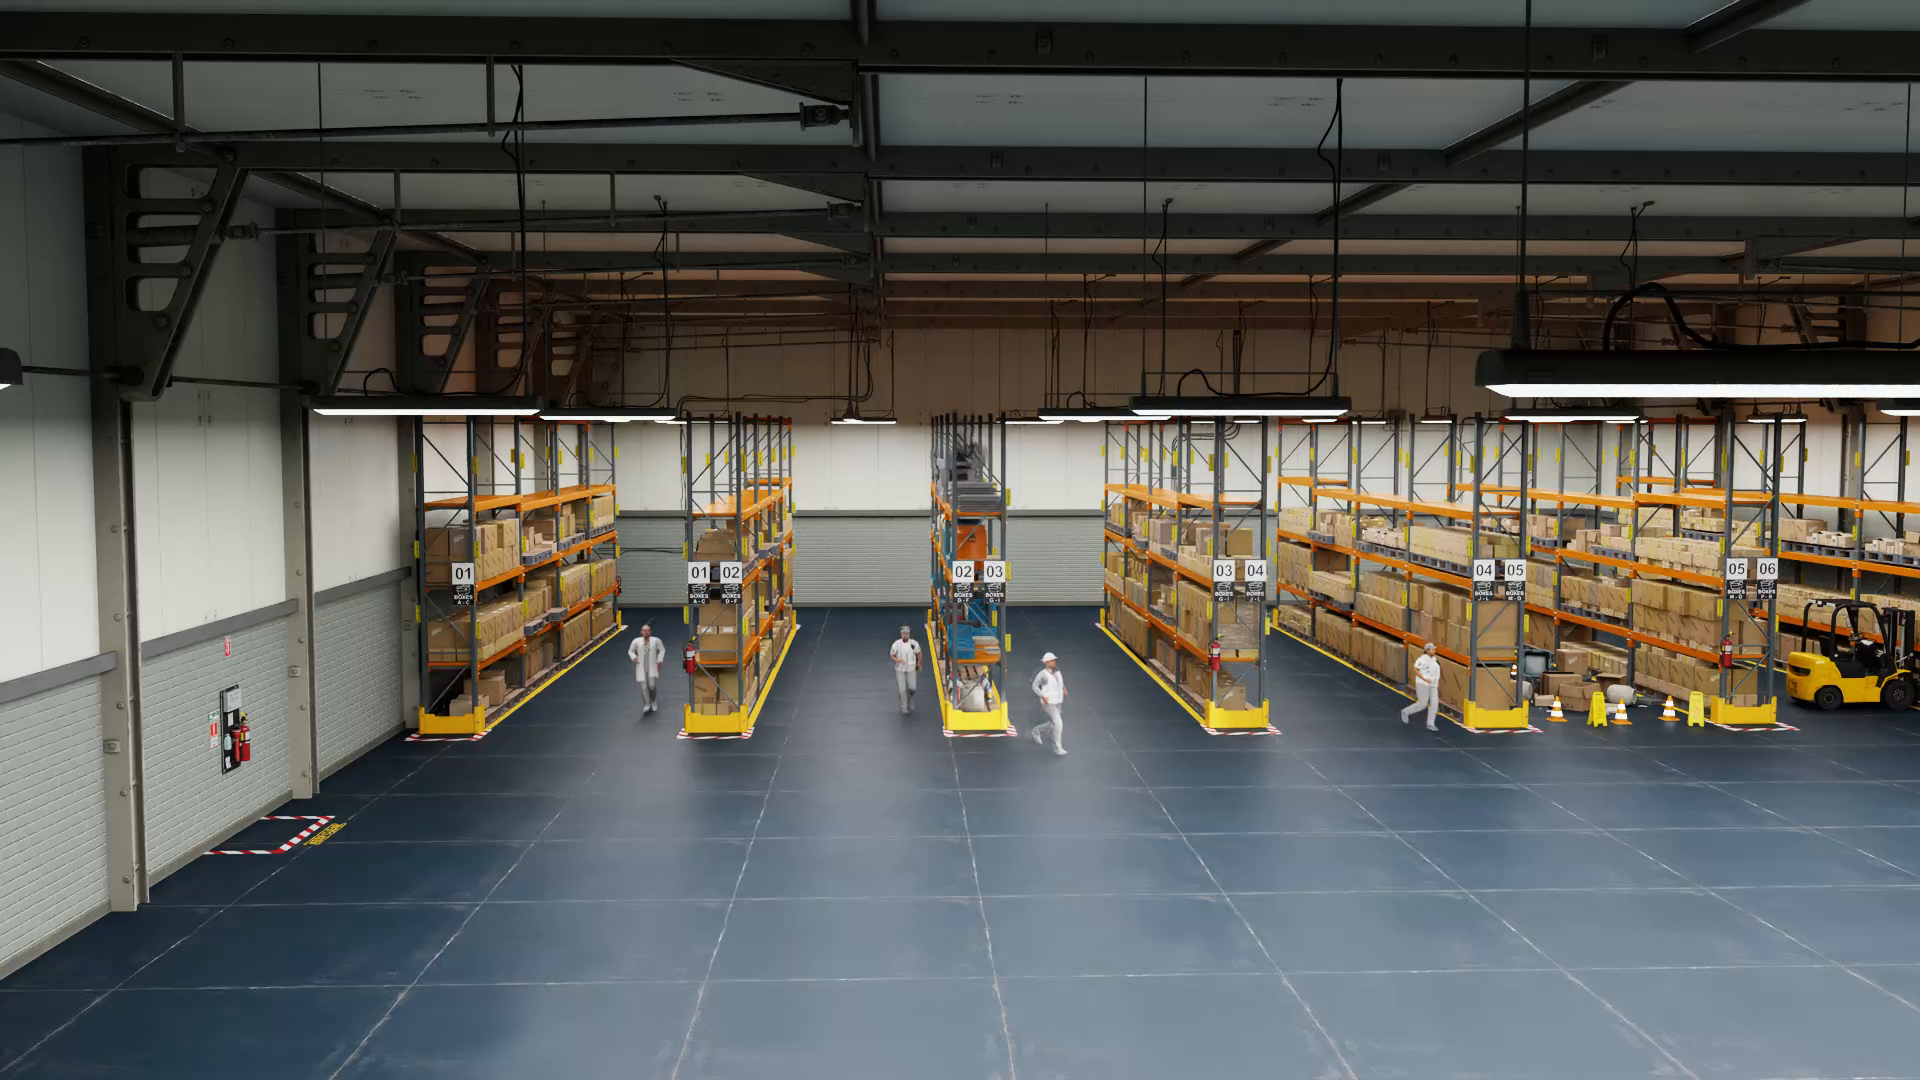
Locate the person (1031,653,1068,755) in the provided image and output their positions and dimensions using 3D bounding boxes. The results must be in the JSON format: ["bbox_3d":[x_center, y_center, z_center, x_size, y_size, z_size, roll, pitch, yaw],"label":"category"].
[{"bbox_3d":[1.578,2.860,29.275,0.806,1.773,0.656,3,5,40],"label":"person"}]

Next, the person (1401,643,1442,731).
[{"bbox_3d":[8.883,2.766,31.582,0.671,1.620,0.826,-3,5,-36],"label":"person"}]

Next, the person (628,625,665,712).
[{"bbox_3d":[-6.279,2.587,33.280,0.717,1.733,0.654,0,4,-6],"label":"person"}]

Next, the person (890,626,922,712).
[{"bbox_3d":[-1.066,2.587,33.195,0.651,1.743,0.605,0,4,-6],"label":"person"}]
